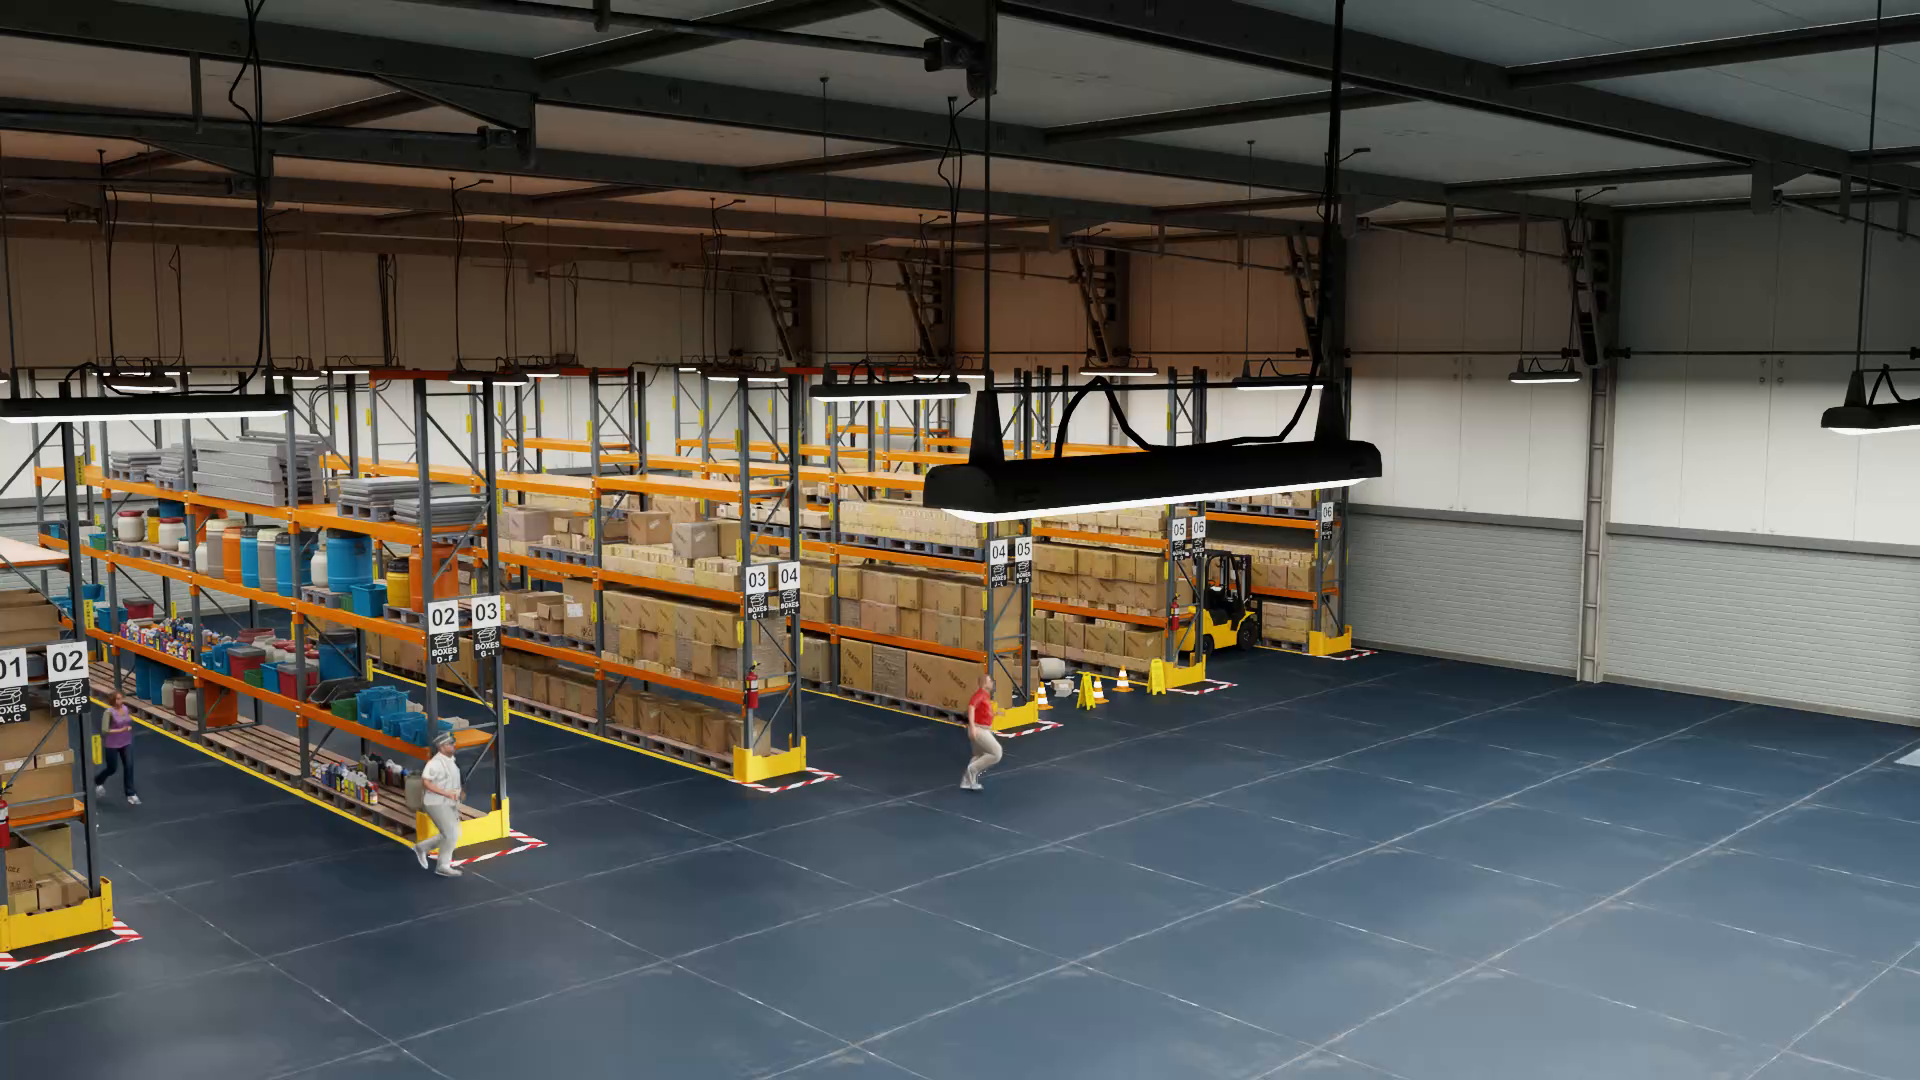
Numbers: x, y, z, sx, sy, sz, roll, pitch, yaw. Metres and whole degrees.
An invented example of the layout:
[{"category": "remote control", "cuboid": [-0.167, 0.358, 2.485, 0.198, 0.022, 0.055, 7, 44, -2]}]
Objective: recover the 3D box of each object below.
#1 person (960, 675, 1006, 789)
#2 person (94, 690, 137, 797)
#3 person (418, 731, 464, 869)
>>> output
[{"category": "person", "cuboid": [0.337, 2.779, 24.048, 0.685, 1.661, 0.654, -1, 6, -7]}, {"category": "person", "cuboid": [-11.845, 2.846, 23.332, 0.789, 1.505, 0.504, 3, 7, 26]}, {"category": "person", "cuboid": [-6.306, 3.154, 20.274, 0.488, 1.644, 0.492, 1, 6, 6]}]
